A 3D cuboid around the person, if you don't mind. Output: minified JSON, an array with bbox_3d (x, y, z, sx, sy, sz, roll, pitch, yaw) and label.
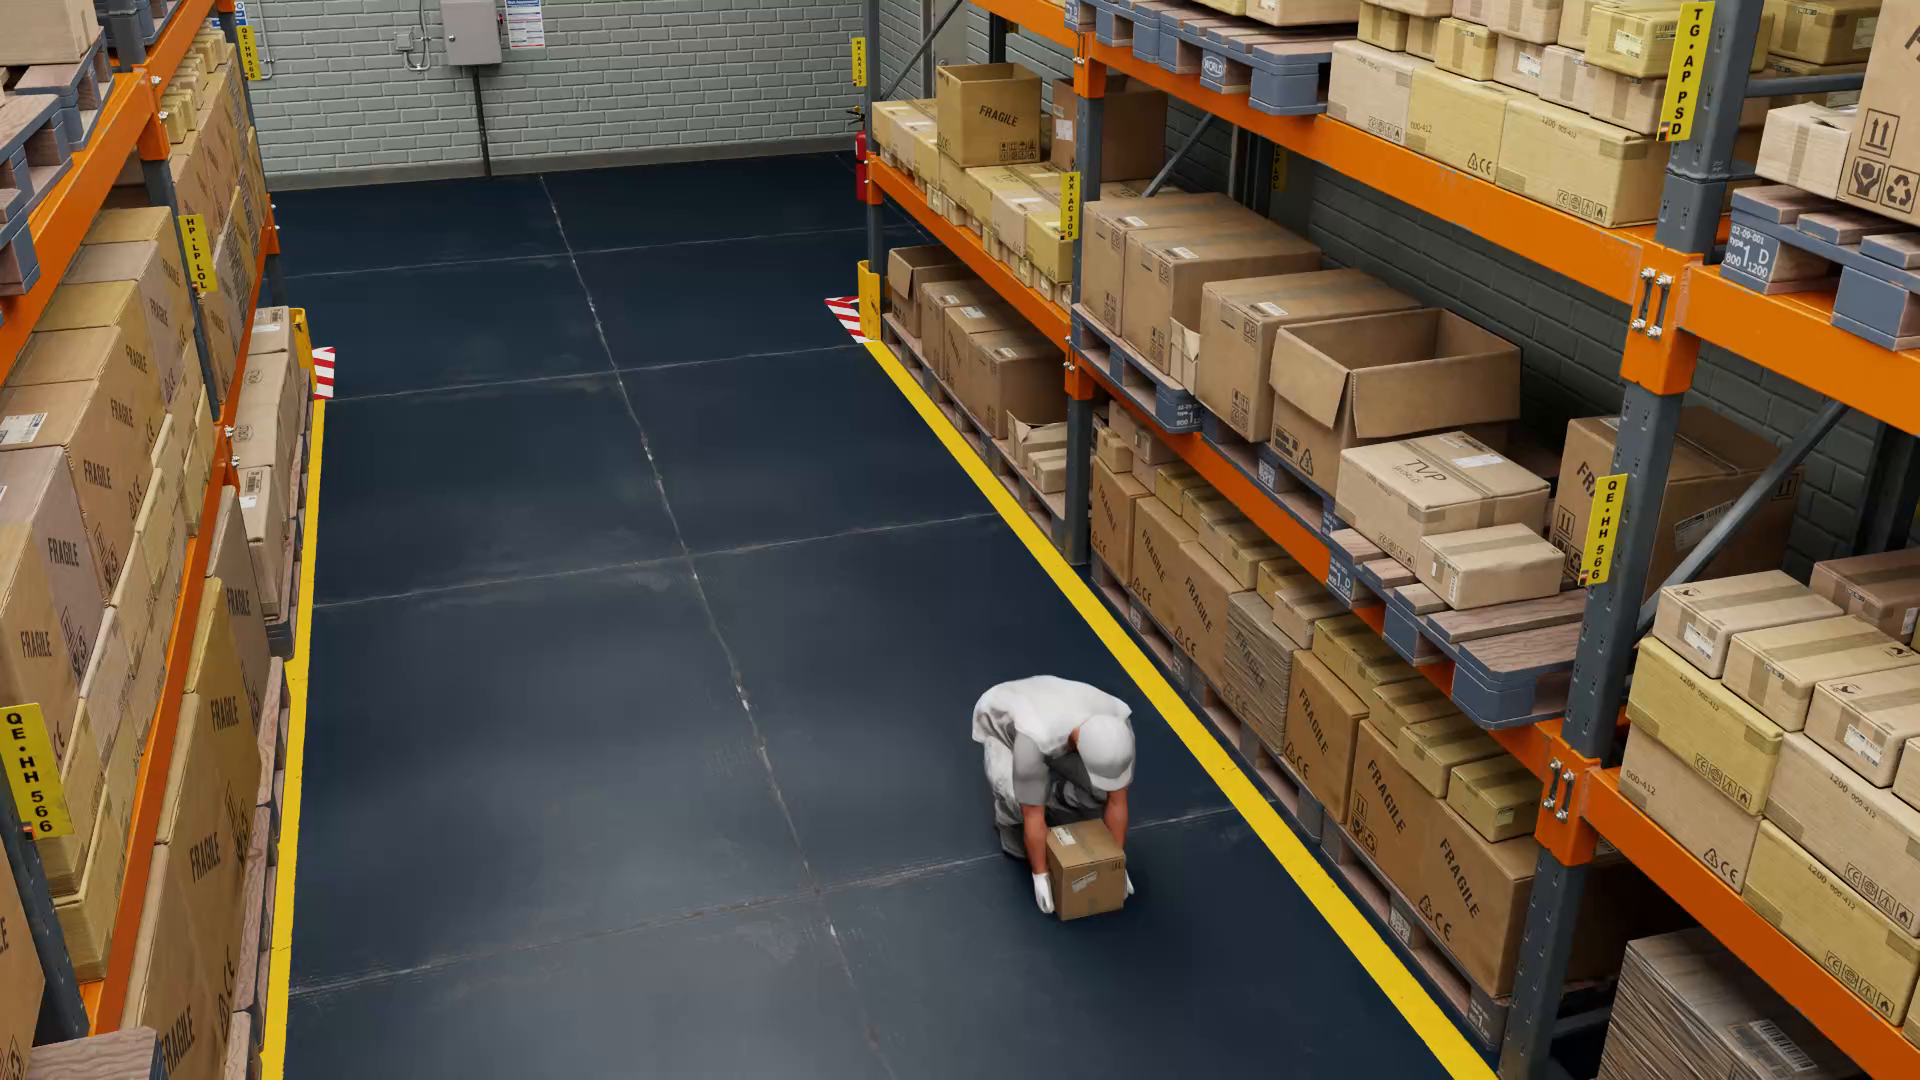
[{"bbox_3d":[0.374,0.901,6.441,0.545,0.876,0.908,-9,27,-17],"label":"person"}]
